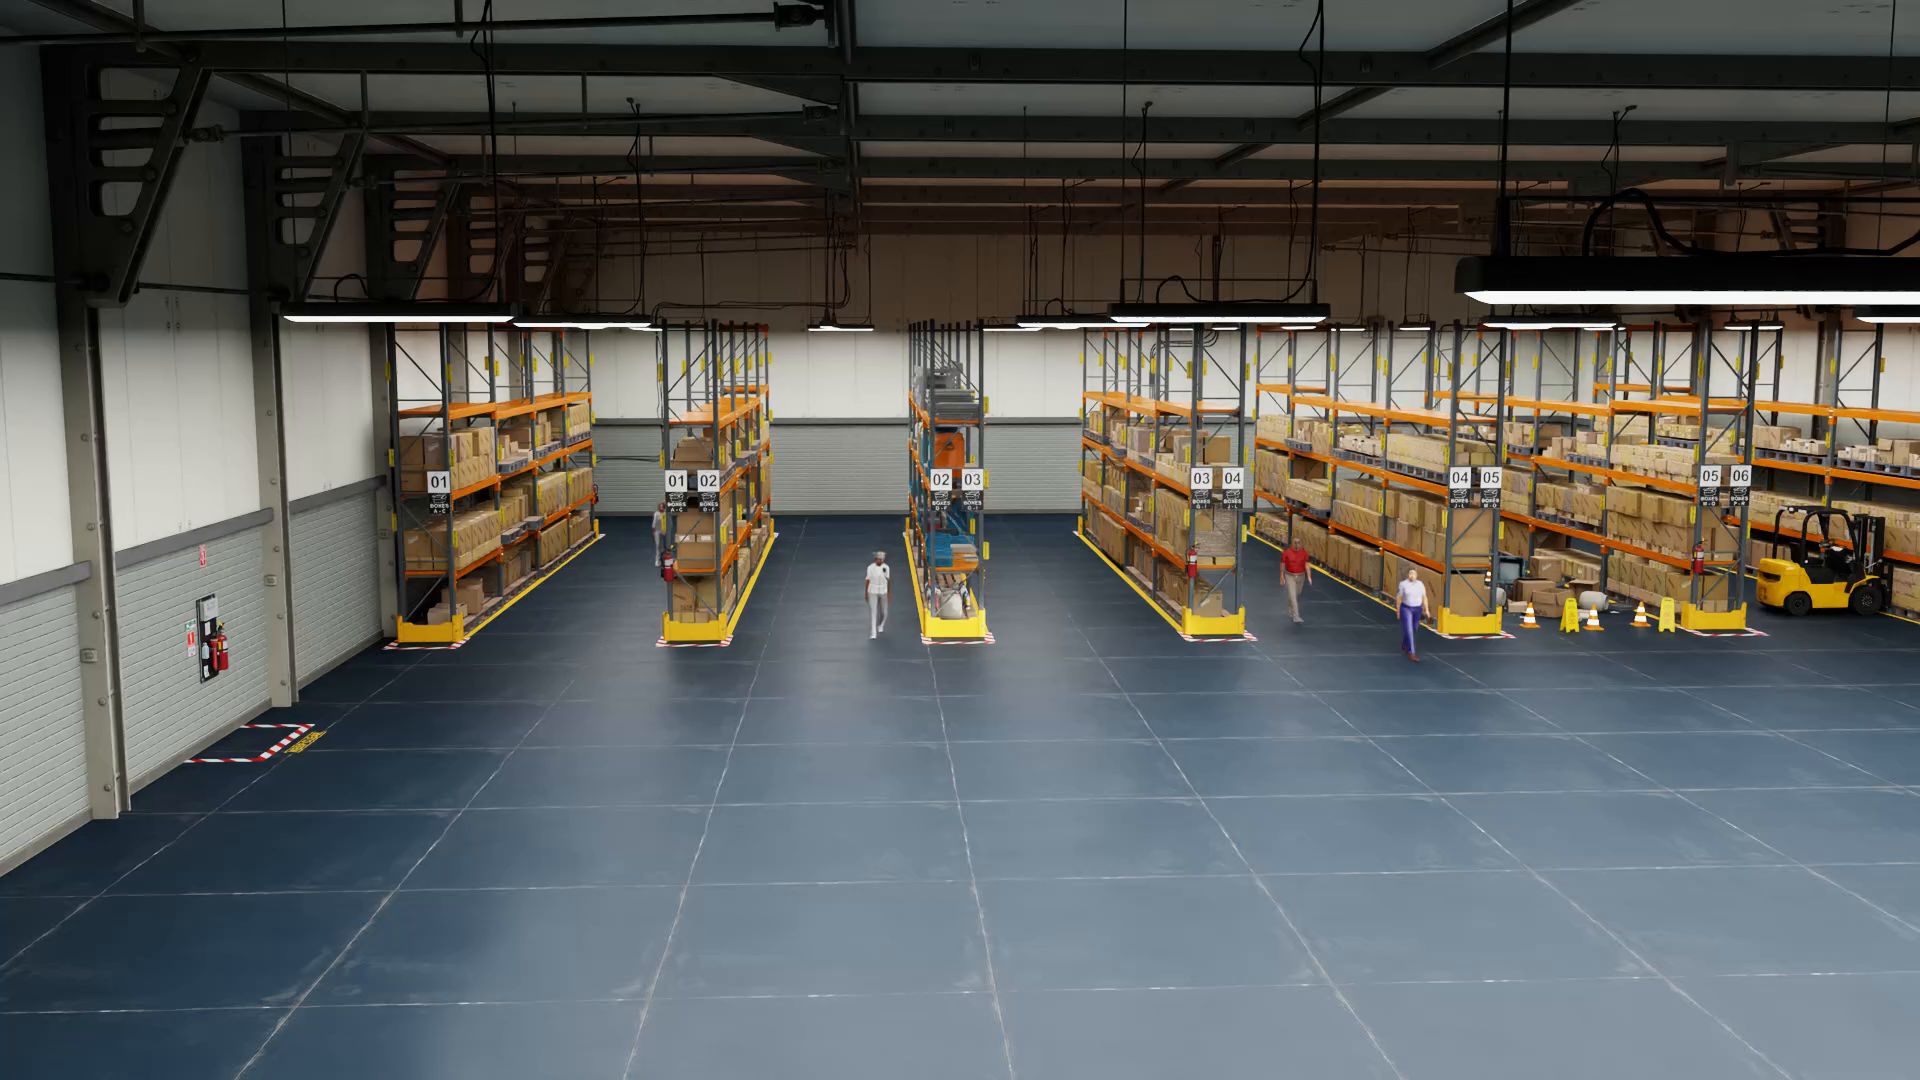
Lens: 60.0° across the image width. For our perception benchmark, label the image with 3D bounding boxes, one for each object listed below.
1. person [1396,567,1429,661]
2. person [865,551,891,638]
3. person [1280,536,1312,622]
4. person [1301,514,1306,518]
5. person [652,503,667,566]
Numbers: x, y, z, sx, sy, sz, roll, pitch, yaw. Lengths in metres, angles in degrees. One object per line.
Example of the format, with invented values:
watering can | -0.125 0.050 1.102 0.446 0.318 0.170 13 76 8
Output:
person | 8.026 1.274 29.488 0.505 1.608 0.917 -1 7 -10
person | -1.566 1.016 31.591 0.469 1.640 0.790 -2 7 -17
person | 6.734 0.765 33.257 0.554 1.673 1.004 -2 7 -13
person | 10.613 -1.465 51.221 0.682 1.707 0.548 -7 10 -43
person | -7.428 -0.172 41.408 0.469 1.514 1.011 0 7 -3
